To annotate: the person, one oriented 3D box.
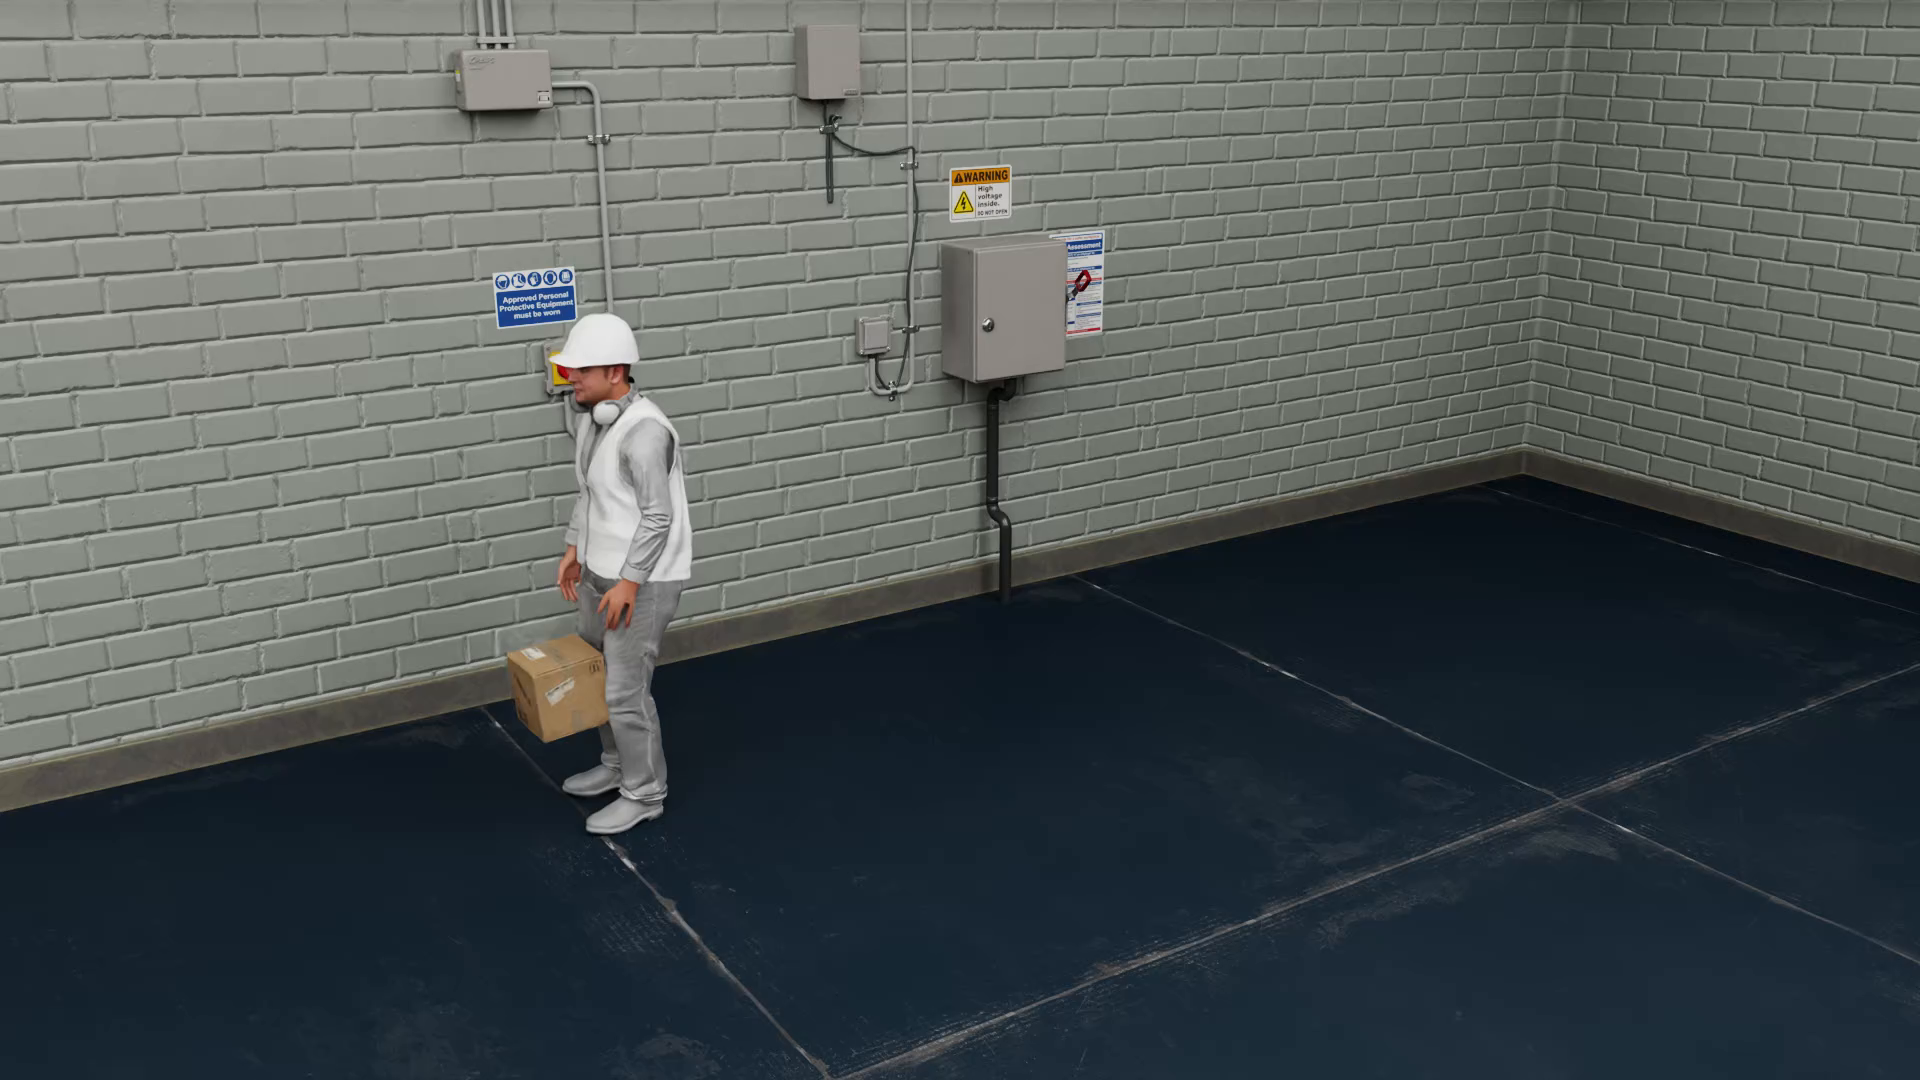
[{"bbox_3d":[-1.159,0.106,5.676,0.472,1.776,0.560,-12,22,-33],"label":"person"}]
